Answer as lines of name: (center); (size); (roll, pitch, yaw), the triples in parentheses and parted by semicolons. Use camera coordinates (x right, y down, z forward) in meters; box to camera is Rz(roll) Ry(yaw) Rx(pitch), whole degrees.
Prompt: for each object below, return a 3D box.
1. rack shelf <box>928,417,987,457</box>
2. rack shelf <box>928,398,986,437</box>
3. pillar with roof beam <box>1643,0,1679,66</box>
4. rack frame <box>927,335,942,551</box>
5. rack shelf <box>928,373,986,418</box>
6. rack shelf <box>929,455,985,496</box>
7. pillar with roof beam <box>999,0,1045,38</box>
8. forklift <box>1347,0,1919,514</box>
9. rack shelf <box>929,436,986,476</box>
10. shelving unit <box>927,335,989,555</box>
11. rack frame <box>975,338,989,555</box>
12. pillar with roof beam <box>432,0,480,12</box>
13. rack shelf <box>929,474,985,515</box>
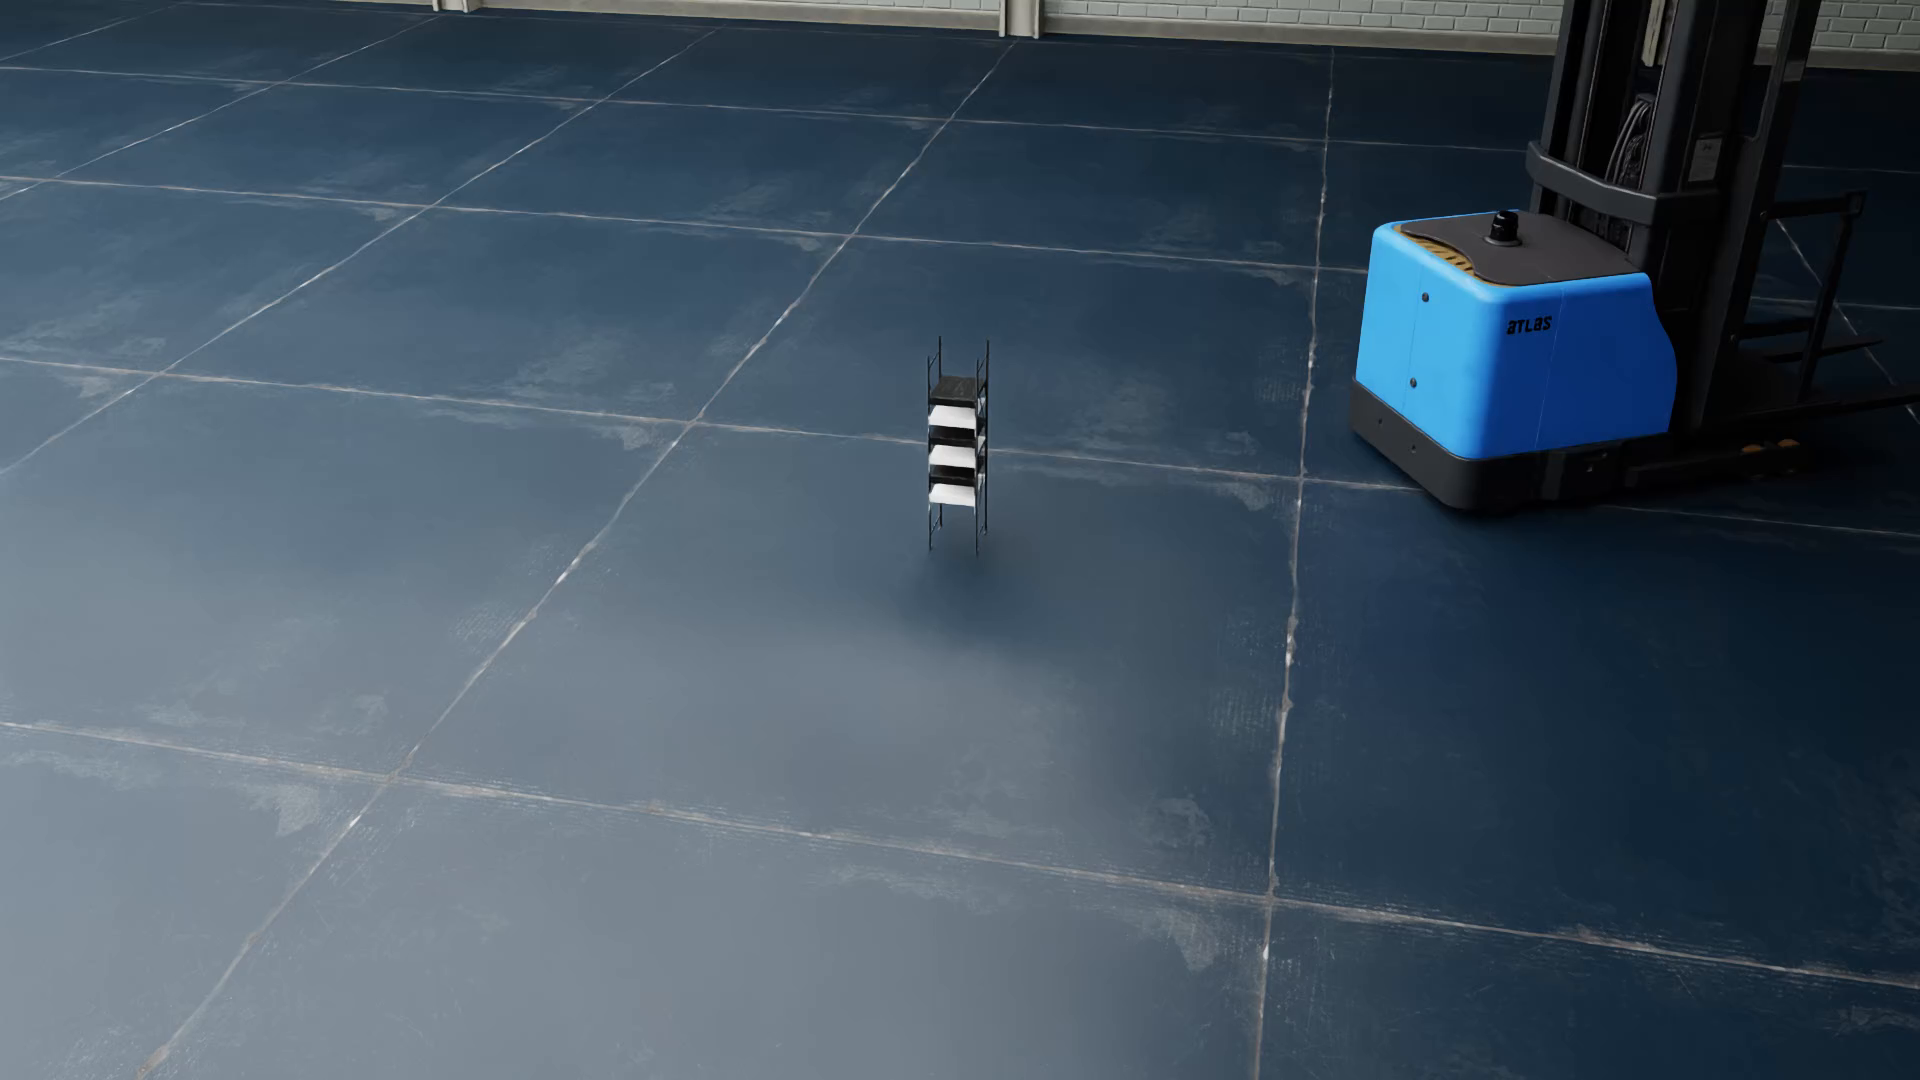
rack shelf: (-0.008, -0.445, 7.008); (0.200, 0.077, 0.258); (6, 29, 11)
rack shelf: (-0.008, -0.524, 6.965); (0.200, 0.077, 0.258); (6, 29, 11)
pillar with roof beam: (5.575, -6.287, 9.364); (0.400, 9.000, 9.100); (6, 29, 11)
rack frame: (-0.107, -0.406, 7.054); (0.006, 0.900, 0.240); (6, 29, 11)
rack shelf: (-0.008, -0.603, 6.922); (0.200, 0.077, 0.258); (6, 29, 11)
rack shelf: (-0.008, -0.287, 7.095); (0.200, 0.077, 0.258); (6, 29, 11)
pillar with roof beam: (-0.292, -6.889, 10.463); (0.400, 9.000, 9.100); (6, 29, 11)
forklift: (3.470, -1.798, 7.482); (3.031, 2.935, 1.130); (-8, 30, -15)
rack shelf: (-0.008, -0.366, 7.051); (0.200, 0.077, 0.258); (6, 29, 11)
shelving unit: (-0.008, -0.396, 7.035); (0.210, 0.900, 0.258); (6, 29, 11)
rack frame: (0.091, -0.385, 7.017); (0.006, 0.900, 0.240); (6, 29, 11)
pillar with roof beam: (-6.160, -7.491, 11.562); (0.400, 9.000, 9.100); (6, 29, 11)
rack shelf: (-0.008, -0.208, 7.138); (0.200, 0.077, 0.258); (6, 29, 11)
